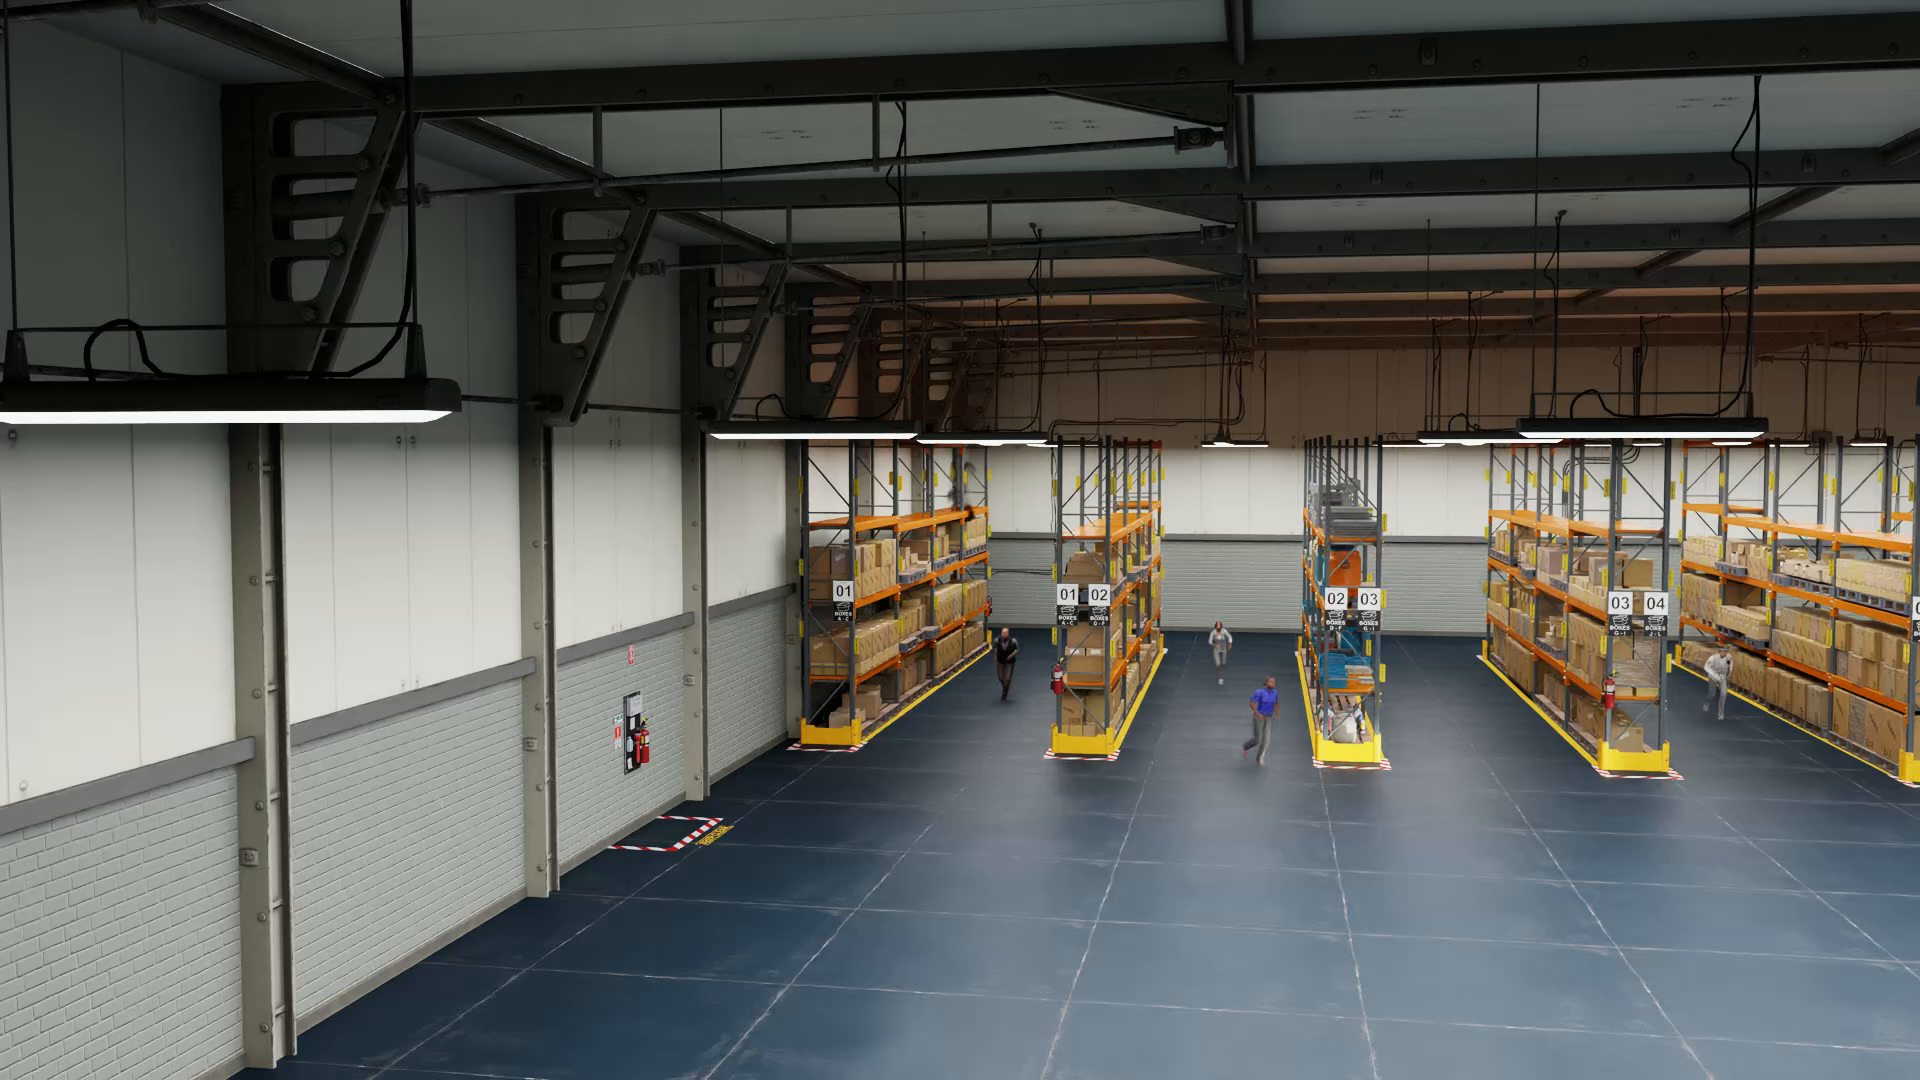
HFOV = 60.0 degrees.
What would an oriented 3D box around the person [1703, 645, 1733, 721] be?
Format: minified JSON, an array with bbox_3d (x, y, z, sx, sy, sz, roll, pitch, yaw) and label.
[{"bbox_3d":[16.216,3.018,35.668,0.652,1.627,0.978,0,3,-2],"label":"person"}]

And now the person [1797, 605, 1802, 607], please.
[{"bbox_3d":[21.235,2.560,42.059,0.681,1.819,0.798,0,3,-2],"label":"person"}]

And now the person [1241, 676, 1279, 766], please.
[{"bbox_3d":[5.557,3.288,30.458,0.638,1.623,0.645,-1,3,-24],"label":"person"}]

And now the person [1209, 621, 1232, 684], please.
[{"bbox_3d":[6.382,2.758,40.749,0.579,1.550,0.617,0,3,4],"label":"person"}]

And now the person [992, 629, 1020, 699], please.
[{"bbox_3d":[1.054,2.844,38.335,0.650,1.656,0.743,0,3,4],"label":"person"}]
